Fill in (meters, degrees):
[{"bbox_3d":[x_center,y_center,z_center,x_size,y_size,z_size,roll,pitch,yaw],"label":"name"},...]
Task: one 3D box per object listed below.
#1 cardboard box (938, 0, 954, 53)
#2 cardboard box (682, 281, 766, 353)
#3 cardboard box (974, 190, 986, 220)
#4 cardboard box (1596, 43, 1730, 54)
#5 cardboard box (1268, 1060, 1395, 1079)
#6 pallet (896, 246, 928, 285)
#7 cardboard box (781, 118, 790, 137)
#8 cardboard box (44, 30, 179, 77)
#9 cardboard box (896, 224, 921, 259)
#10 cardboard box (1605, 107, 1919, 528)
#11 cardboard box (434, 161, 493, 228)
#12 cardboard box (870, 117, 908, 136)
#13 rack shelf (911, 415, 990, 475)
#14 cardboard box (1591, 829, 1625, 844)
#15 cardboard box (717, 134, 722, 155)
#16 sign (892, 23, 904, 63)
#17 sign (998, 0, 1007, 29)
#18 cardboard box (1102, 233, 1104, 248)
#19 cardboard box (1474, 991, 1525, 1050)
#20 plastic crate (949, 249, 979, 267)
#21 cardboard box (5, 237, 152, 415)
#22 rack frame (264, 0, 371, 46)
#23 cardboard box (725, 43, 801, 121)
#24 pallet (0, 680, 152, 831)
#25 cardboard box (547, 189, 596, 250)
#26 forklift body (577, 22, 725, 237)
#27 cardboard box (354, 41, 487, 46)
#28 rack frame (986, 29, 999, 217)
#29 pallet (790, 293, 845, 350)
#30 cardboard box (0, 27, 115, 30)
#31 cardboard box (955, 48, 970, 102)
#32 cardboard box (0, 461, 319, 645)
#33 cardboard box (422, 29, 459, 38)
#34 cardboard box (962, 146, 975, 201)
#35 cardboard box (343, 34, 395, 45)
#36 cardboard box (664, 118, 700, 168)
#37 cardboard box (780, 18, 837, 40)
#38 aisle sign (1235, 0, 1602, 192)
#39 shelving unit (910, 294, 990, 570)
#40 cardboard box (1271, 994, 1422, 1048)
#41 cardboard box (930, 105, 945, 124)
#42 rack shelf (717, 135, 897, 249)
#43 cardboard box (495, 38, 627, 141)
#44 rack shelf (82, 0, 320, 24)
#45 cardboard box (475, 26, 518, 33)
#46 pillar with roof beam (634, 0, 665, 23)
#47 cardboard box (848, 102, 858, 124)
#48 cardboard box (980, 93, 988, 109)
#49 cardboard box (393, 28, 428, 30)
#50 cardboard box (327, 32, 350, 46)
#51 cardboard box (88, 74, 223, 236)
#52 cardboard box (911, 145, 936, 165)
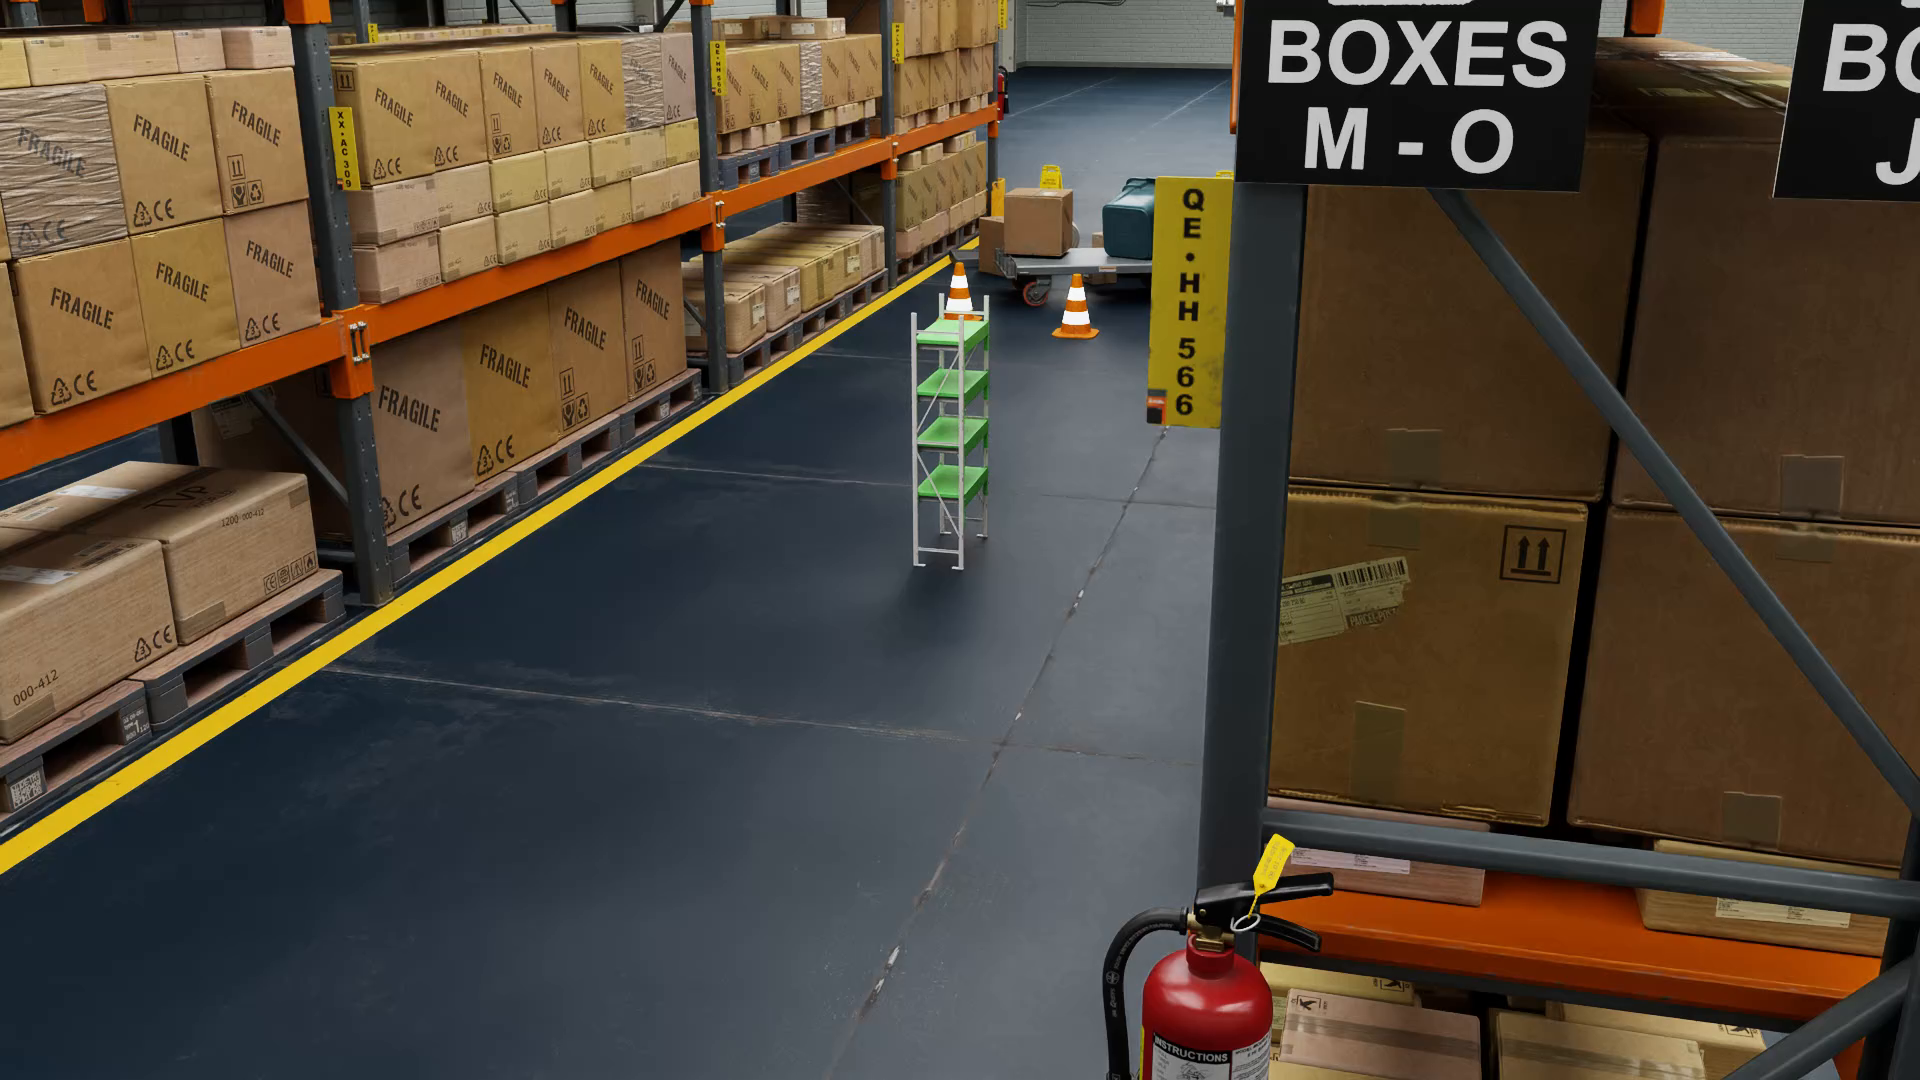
[{"bbox_3d":[-0.449,-4.774,15.362,0.700,0.500,0.500,4,19,12],"label":"cardboard box"},{"bbox_3d":[-1.891,-1.556,11.519,0.950,0.372,0.625,3,19,10],"label":"cardboard box"},{"bbox_3d":[-0.027,-3.548,17.537,0.500,0.250,0.500,5,19,13],"label":"cardboard box"},{"bbox_3d":[1.835,-1.142,4.728,0.500,0.500,0.500,4,19,12],"label":"cardboard box"},{"bbox_3d":[0.715,1.125,3.094,0.380,0.149,0.250,5,19,14],"label":"cardboard box"},{"bbox_3d":[-0.932,-2.572,15.392,1.003,0.211,1.213,5,19,13],"label":"pallet"},{"bbox_3d":[-1.464,-3.018,12.121,0.380,0.149,0.250,5,20,16],"label":"cardboard box"},{"bbox_3d":[-3.023,-1.725,5.893,0.380,0.149,0.250,5,19,13],"label":"cardboard box"},{"bbox_3d":[-0.655,-2.740,15.172,0.500,0.250,0.500,4,19,11],"label":"cardboard box"},{"bbox_3d":[1.199,-0.339,2.378,0.500,0.500,0.500,5,19,13],"label":"cardboard box"},{"bbox_3d":[-2.535,-1.618,7.742,0.500,0.250,0.500,5,19,14],"label":"cardboard box"},{"bbox_3d":[-0.673,-3.633,14.572,0.380,0.149,0.250,5,19,13],"label":"cardboard box"},{"bbox_3d":[-0.040,-0.455,7.862,0.258,0.148,0.480,5,19,13],"label":"rack shelf"},{"bbox_3d":[1.250,0.402,2.758,0.380,0.149,0.250,5,20,15],"label":"cardboard box"},{"bbox_3d":[-1.779,-2.592,10.874,0.380,0.149,0.250,4,19,10],"label":"cardboard box"},{"bbox_3d":[-0.522,-4.184,14.004,0.100,0.325,0.005,5,19,13],"label":"sign"},{"bbox_3d":[0.449,-5.580,17.602,0.100,0.325,0.005,5,19,13],"label":"sign"},{"bbox_3d":[1.721,-2.771,15.311,0.797,0.637,0.503,5,19,13],"label":"cardboard box"},{"bbox_3d":[1.447,1.128,4.006,0.380,0.149,0.250,5,19,14],"label":"cardboard box"},{"bbox_3d":[0.117,-2.724,16.039,0.402,0.080,0.583,-2,19,-6],"label":"plastic crate"},{"bbox_3d":[-3.110,-0.732,5.536,0.500,0.500,0.500,4,19,13],"label":"cardboard box"},{"bbox_3d":[-5.876,-4.069,15.461,1.000,3.000,0.127,5,19,13],"label":"rack frame"},{"bbox_3d":[-1.461,-3.265,11.842,0.500,0.500,0.500,5,19,14],"label":"cardboard box"},{"bbox_3d":[-3.574,0.764,5.623,1.003,0.211,1.213,5,19,13],"label":"pallet"},{"bbox_3d":[-2.256,-1.695,8.741,0.500,0.250,0.500,4,19,12],"label":"cardboard box"},{"bbox_3d":[-3.592,-4.183,17.106,2.313,2.155,1.214,5,19,13],"label":"forklift body"},{"bbox_3d":[-2.776,-2.335,8.681,0.500,0.500,0.500,5,19,14],"label":"cardboard box"},{"bbox_3d":[-0.084,-4.932,17.987,1.000,3.000,0.127,5,19,13],"label":"rack frame"},{"bbox_3d":[-1.546,-1.731,12.929,1.003,0.211,1.213,5,19,13],"label":"pallet"},{"bbox_3d":[-3.392,-1.838,6.224,0.380,0.149,0.250,5,19,14],"label":"cardboard box"},{"bbox_3d":[-0.202,-4.615,16.444,0.500,0.500,0.500,5,19,13],"label":"cardboard box"},{"bbox_3d":[-3.273,0.031,6.770,0.875,0.438,0.875,4,19,13],"label":"cardboard box"},{"bbox_3d":[-5.272,-5.051,16.716,0.380,0.149,0.250,5,19,13],"label":"cardboard box"},{"bbox_3d":[-0.151,-3.749,16.967,0.500,0.500,0.500,5,20,15],"label":"cardboard box"},{"bbox_3d":[-5.510,-4.641,15.515,0.380,0.149,0.250,5,20,14],"label":"cardboard box"},{"bbox_3d":[-1.911,-2.418,10.086,0.500,0.250,0.500,5,19,13],"label":"cardboard box"},{"bbox_3d":[-1.155,-3.905,12.711,0.380,0.149,0.250,4,19,11],"label":"cardboard box"},{"bbox_3d":[0.523,-0.789,1.835,0.394,0.787,0.004,5,19,13],"label":"aisle sign"},{"bbox_3d":[-0.040,-0.516,7.842,0.258,1.200,0.503,5,19,13],"label":"shelving unit"},{"bbox_3d":[0.809,1.101,3.625,0.380,0.149,0.250,4,19,11],"label":"cardboard box"},{"bbox_3d":[-0.352,-4.033,15.744,0.380,0.149,0.250,5,19,14],"label":"cardboard box"},{"bbox_3d":[-1.550,-2.711,12.597,1.077,0.370,4.000,5,19,13],"label":"rack shelf"},{"bbox_3d":[-2.157,-2.446,9.006,0.500,0.500,0.500,5,19,13],"label":"cardboard box"},{"bbox_3d":[-3.505,-1.623,4.771,1.077,0.370,4.000,5,19,13],"label":"rack shelf"},{"bbox_3d":[-4.982,-5.453,17.893,0.380,0.149,0.250,5,19,14],"label":"cardboard box"},{"bbox_3d":[-0.302,-9.556,22.241,9.100,9.000,0.400,5,19,13],"label":"pillar with roof beam"},{"bbox_3d":[-1.029,-3.410,13.270,0.380,0.149,0.250,4,19,12],"label":"cardboard box"},{"bbox_3d":[0.078,-4.591,17.377,0.380,0.149,0.250,4,19,13],"label":"cardboard box"},{"bbox_3d":[-5.654,-5.164,17.047,0.380,0.149,0.250,5,20,15],"label":"cardboard box"},{"bbox_3d":[-5.989,-4.764,15.875,0.380,0.149,0.250,4,19,12],"label":"cardboard box"},{"bbox_3d":[-2.995,-1.363,5.837,0.500,0.500,0.500,4,19,13],"label":"cardboard box"},{"bbox_3d":[-0.443,-3.597,15.519,0.380,0.149,0.250,5,20,15],"label":"cardboard box"}]
